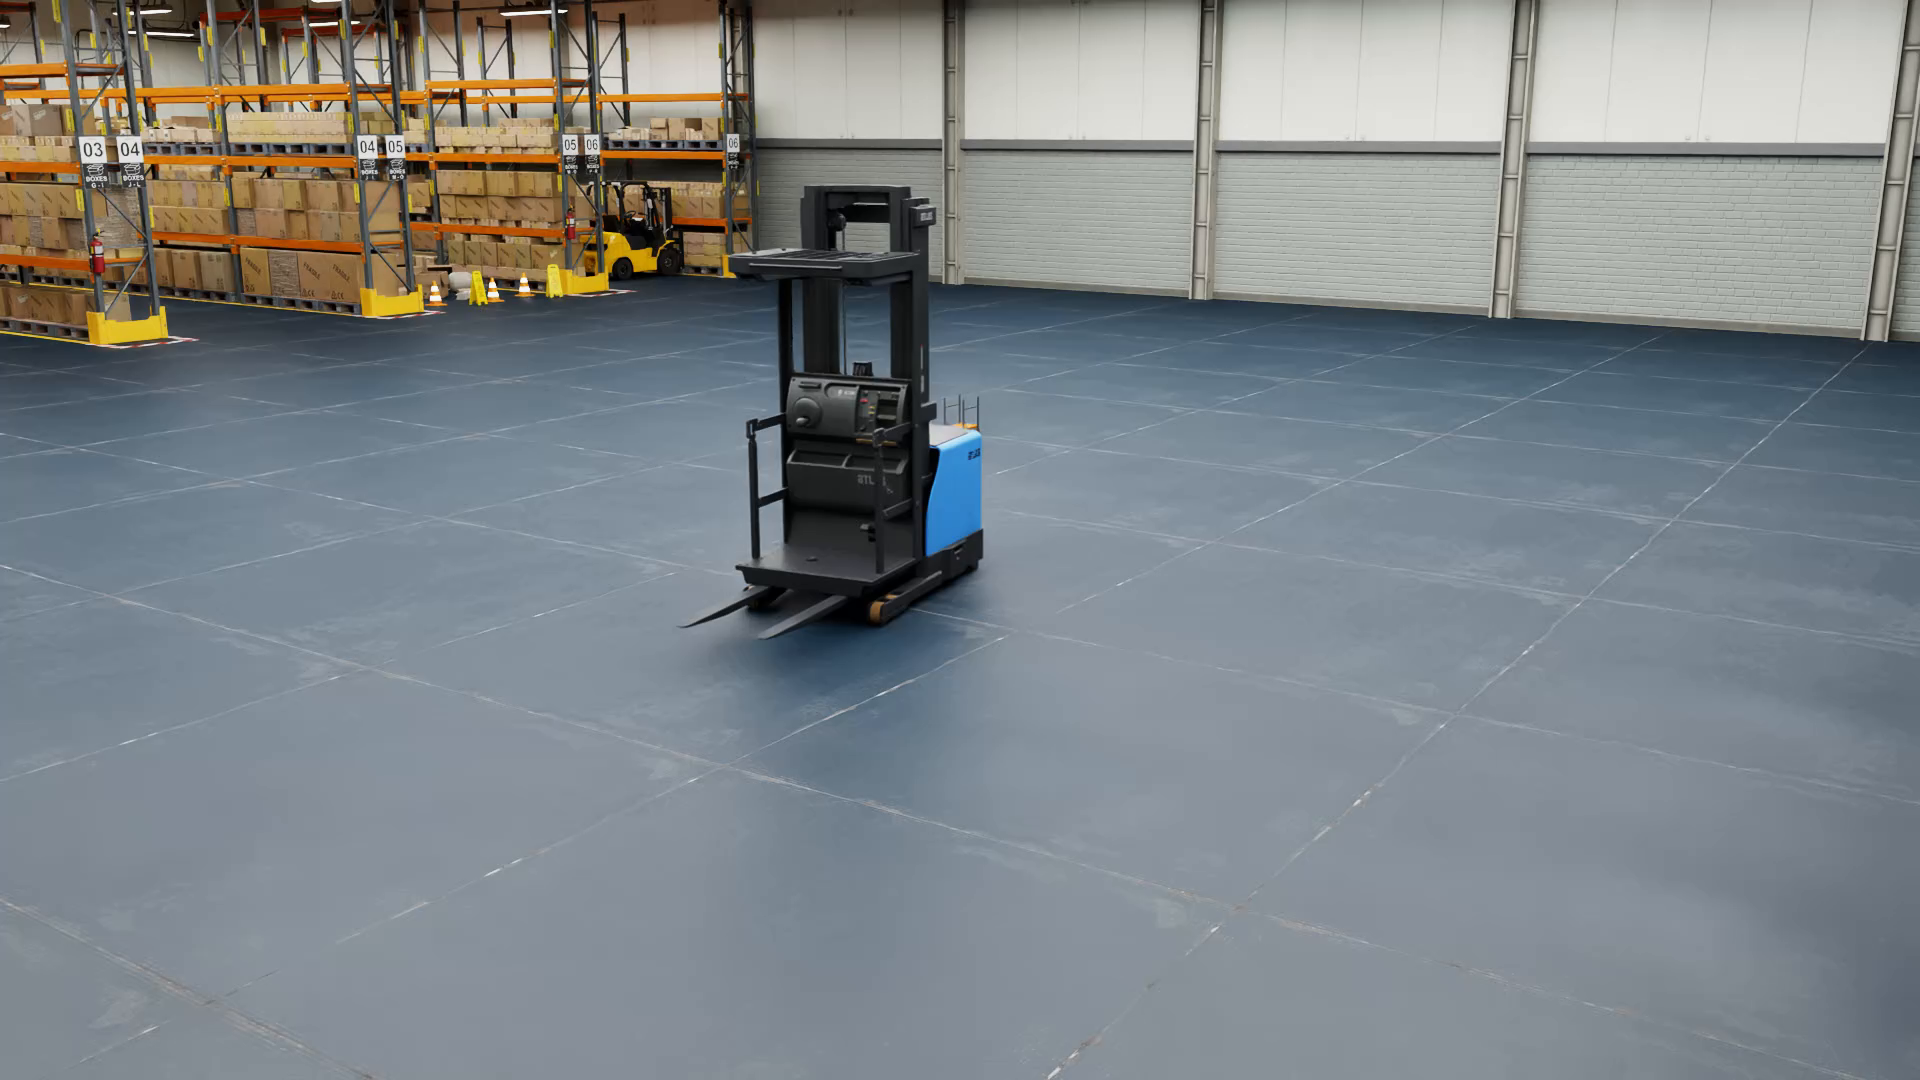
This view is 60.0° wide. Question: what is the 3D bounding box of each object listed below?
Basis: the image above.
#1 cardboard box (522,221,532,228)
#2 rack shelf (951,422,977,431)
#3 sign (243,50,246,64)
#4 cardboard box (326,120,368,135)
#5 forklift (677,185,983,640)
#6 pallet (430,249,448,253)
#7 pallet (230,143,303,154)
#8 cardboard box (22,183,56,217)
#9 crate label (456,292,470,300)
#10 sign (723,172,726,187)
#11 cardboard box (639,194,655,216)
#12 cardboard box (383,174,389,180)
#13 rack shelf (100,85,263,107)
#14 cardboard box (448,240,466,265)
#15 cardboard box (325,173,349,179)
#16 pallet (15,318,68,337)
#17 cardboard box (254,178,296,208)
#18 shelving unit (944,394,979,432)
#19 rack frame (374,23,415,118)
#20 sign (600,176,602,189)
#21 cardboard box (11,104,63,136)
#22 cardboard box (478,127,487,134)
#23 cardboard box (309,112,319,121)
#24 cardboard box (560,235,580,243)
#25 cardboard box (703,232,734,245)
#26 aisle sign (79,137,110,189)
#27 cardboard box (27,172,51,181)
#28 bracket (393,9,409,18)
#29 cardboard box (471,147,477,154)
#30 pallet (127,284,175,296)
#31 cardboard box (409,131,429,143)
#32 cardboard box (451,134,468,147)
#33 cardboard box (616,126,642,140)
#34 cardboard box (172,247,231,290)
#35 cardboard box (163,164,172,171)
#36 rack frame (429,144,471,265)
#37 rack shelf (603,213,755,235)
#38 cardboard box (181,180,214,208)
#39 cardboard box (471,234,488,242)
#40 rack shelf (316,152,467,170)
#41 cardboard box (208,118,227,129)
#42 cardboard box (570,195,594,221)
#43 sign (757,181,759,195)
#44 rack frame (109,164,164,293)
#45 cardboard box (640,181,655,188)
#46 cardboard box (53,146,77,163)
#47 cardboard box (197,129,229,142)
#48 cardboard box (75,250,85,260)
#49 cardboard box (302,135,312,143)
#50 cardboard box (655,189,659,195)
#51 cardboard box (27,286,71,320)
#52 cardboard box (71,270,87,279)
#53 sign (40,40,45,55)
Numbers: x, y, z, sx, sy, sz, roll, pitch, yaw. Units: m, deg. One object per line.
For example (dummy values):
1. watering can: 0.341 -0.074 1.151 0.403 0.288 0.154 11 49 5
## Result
1. cardboard box: -8.944 -6.610 34.807 0.250 0.149 0.380 10 17 34
2. rack shelf: 0.012 -0.887 13.595 0.180 0.103 0.258 9 17 33
3. sign: -17.475 -11.769 40.529 0.005 0.325 0.100 9 17 33
4. cardboard box: -11.052 -7.435 29.985 0.500 0.250 0.500 9 17 34
5. forklift: -0.890 -0.953 11.574 1.130 2.935 3.031 6 15 24
6. pallet: -13.288 -7.627 44.193 1.213 0.211 1.003 9 17 33
7. pallet: -13.136 -7.483 31.751 1.213 0.211 1.003 9 17 33
8. cardboard box: -14.767 -5.506 26.915 0.500 0.500 0.500 9 17 33
9. crate label: -9.912 -4.883 33.263 0.298 0.136 0.250 1 14 4
10. sign: -5.358 -8.207 37.830 0.005 0.325 0.100 9 17 33
11. cardboard box: -7.278 -7.975 39.590 0.500 0.500 0.500 9 17 32
12. cardboard box: -12.934 -8.267 37.926 0.250 0.149 0.380 8 16 30
13. rack shelf: -15.468 -8.819 33.050 4.000 0.370 1.077 9 17 33
14. cardboard box: -10.791 -6.282 36.247 0.500 0.500 0.500 10 17 35
15. cardboard box: -14.722 -8.367 39.093 0.500 0.500 0.500 9 16 31
16. pallet: -15.067 -3.606 27.952 1.213 0.211 1.003 9 17 33
17. cardboard box: -13.000 -6.672 31.973 0.550 0.550 0.875 9 17 33
18. shelving unit: 0.012 -0.580 13.671 0.189 1.200 0.258 9 17 33
19. rack frame: -15.001 -12.157 44.208 0.127 3.000 1.000 9 17 33
20. sign: -8.657 -8.587 40.023 0.005 0.325 0.100 9 17 33
21. cardboard box: -14.769 -6.719 26.613 0.500 0.500 0.500 9 17 33
22. cardboard box: -9.939 -8.632 35.073 0.250 0.149 0.380 9 16 32
23. cardboard box: -11.593 -7.699 30.221 0.250 0.149 0.380 10 17 34
24. cardboard box: -9.442 -7.397 41.530 0.625 0.625 0.875 9 17 32
25. cardboard box: -5.600 -6.990 38.586 0.500 0.250 0.500 10 17 35
26. aisle sign: -13.458 -5.864 25.858 0.004 0.787 0.394 9 17 33
27. cardboard box: -20.685 -8.042 37.159 0.500 0.500 0.500 10 17 34
28. bracket: -14.929 -14.051 44.367 0.430 0.232 0.235 9 17 33
29. cardboard box: -10.154 -8.289 35.344 0.250 0.149 0.380 9 16 31
30. pallet: -16.516 -5.244 34.567 1.213 0.211 1.003 9 17 33
31. cardboard box: -11.695 -8.819 36.401 0.500 0.250 0.500 9 16 32
32. cardboard box: -10.484 -8.529 35.485 0.500 0.250 0.500 9 17 32
33. cardboard box: -7.808 -9.677 39.535 0.500 0.311 0.500 10 17 34
34. cardboard box: -15.172 -5.489 33.562 0.750 0.750 1.050 9 17 33
35. cardboard box: -19.684 -9.321 41.596 0.250 0.149 0.380 9 16 31
36. rack frame: -11.130 -7.182 36.594 0.127 3.000 1.000 9 17 33
37. rack shelf: -6.703 -7.555 39.597 4.000 0.370 1.077 9 17 33
38. cardboard box: -15.071 -6.917 33.236 0.500 0.500 0.700 9 17 33
39. cardboard box: -10.293 -6.500 35.776 0.250 0.149 0.380 10 17 35
40. rack shelf: -12.789 -8.557 37.404 4.000 0.370 1.077 9 17 33
41. cardboard box: -18.139 -10.133 40.981 0.500 0.500 0.500 10 17 34
42. cardboard box: -8.049 -6.958 34.860 0.500 0.500 0.500 9 16 32
43. sign: -4.729 -8.204 38.758 0.005 0.325 0.100 9 17 33
44. rack frame: -17.128 -6.718 34.720 0.127 3.000 1.000 9 17 33
45. cardboard box: -7.393 -8.444 39.516 0.250 0.149 0.380 9 16 32
46. cardboard box: -13.883 -6.067 26.159 0.500 0.250 0.500 10 17 34
47. cardboard box: -14.484 -7.880 32.402 0.500 0.250 0.500 9 17 33
48. cardboard box: -13.900 -4.579 26.600 0.250 0.149 0.380 9 17 33
49. cardboard box: -11.799 -7.345 30.452 0.250 0.149 0.380 9 16 32
50. cardboard box: -6.973 -8.229 39.266 0.250 0.149 0.380 9 16 32
51. cardboard box: -15.313 -3.992 28.036 0.500 0.500 0.500 8 16 28
52. cardboard box: -18.696 -5.883 35.673 0.500 0.500 0.500 8 16 30
53. sign: -20.142 -10.808 36.485 0.005 0.325 0.100 9 17 33
